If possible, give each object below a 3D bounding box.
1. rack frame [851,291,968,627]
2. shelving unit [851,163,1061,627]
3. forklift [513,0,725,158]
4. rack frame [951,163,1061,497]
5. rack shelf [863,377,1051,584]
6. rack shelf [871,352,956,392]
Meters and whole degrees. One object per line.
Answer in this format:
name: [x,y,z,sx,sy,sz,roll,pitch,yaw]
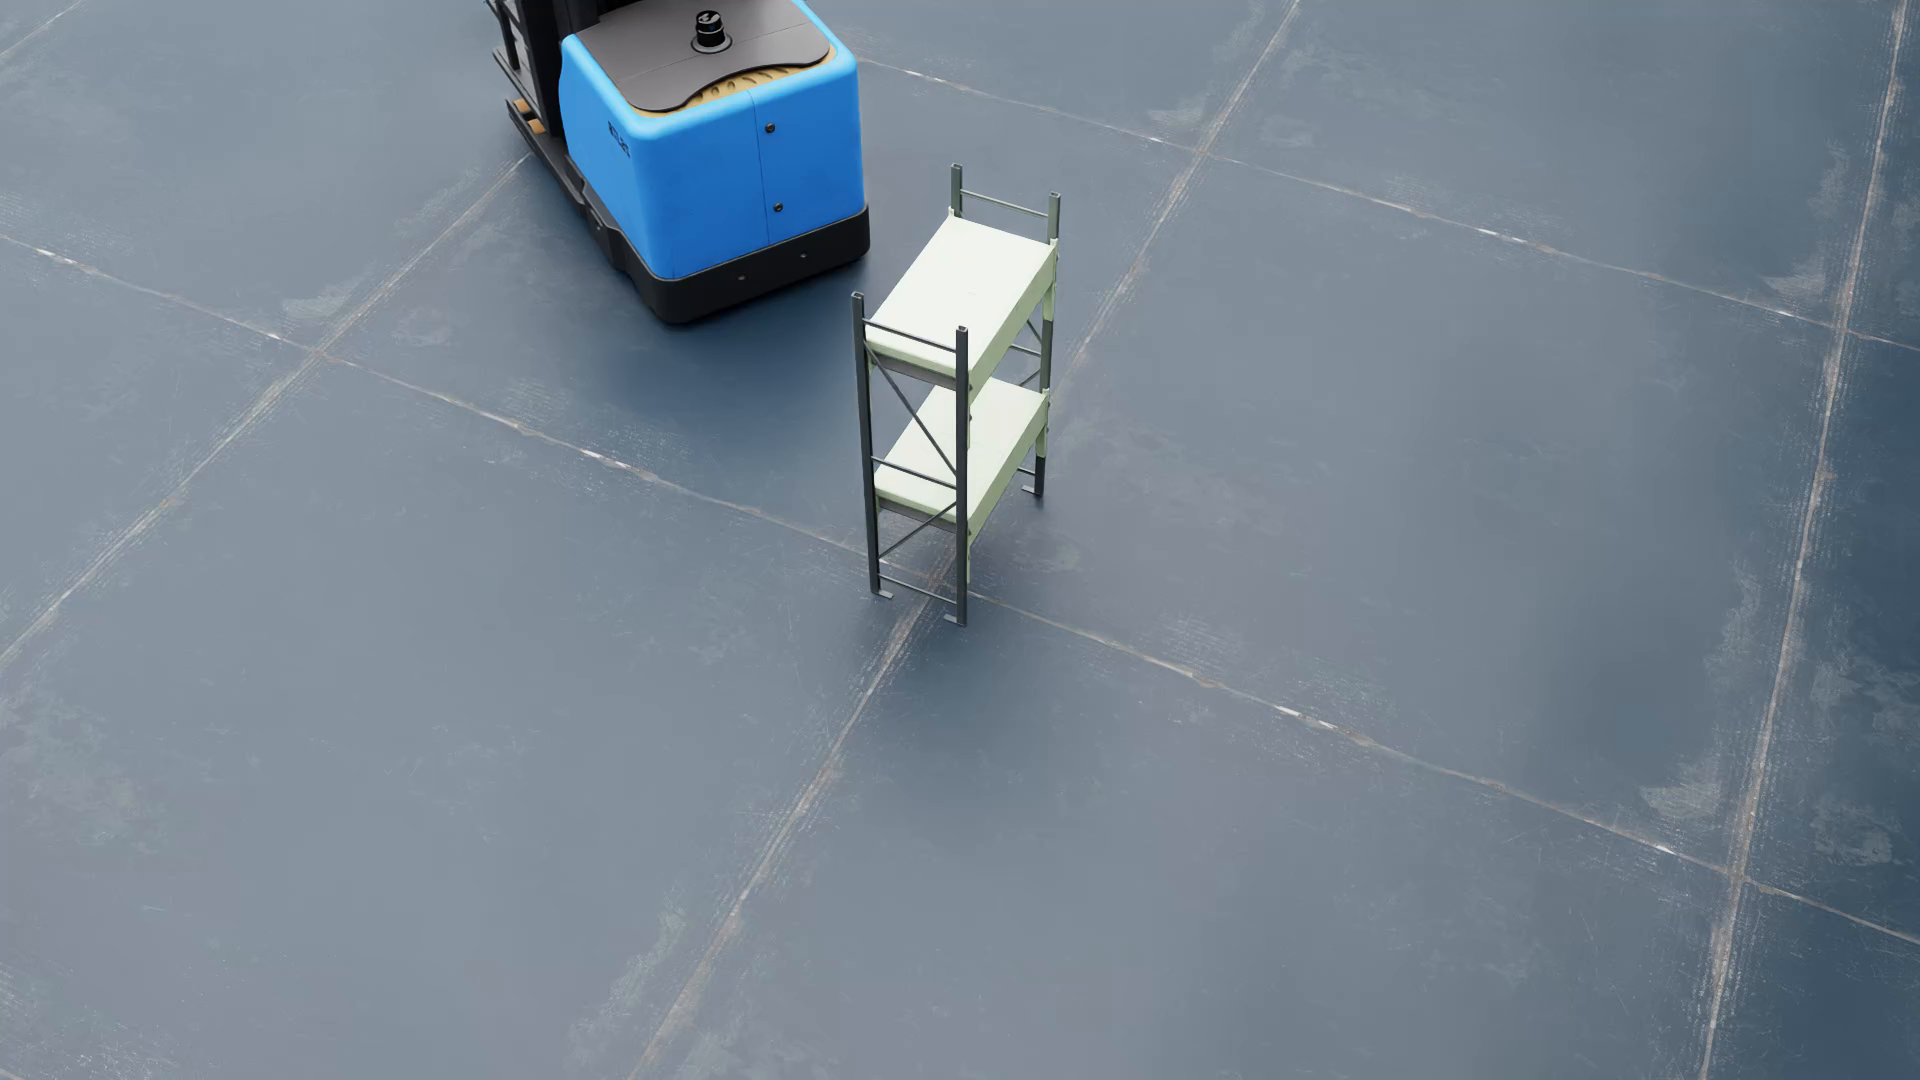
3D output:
rack frame: [-0.159,-0.229,5.776,0.400,1.500,0.023,20,52,16]
shelving unit: [6.291,-10.601,14.600,6.000,1.500,30.159,20,52,16]
forklift: [6.838,-17.562,15.592,32.329,9.011,22.833,-24,54,-19]
rack frame: [0.154,-0.733,6.204,0.400,1.500,0.023,20,52,16]
rack shelf: [6.294,-10.318,14.945,6.000,0.609,30.141,20,52,16]
rack shelf: [-0.003,-0.781,5.638,0.332,0.071,0.664,20,52,16]
